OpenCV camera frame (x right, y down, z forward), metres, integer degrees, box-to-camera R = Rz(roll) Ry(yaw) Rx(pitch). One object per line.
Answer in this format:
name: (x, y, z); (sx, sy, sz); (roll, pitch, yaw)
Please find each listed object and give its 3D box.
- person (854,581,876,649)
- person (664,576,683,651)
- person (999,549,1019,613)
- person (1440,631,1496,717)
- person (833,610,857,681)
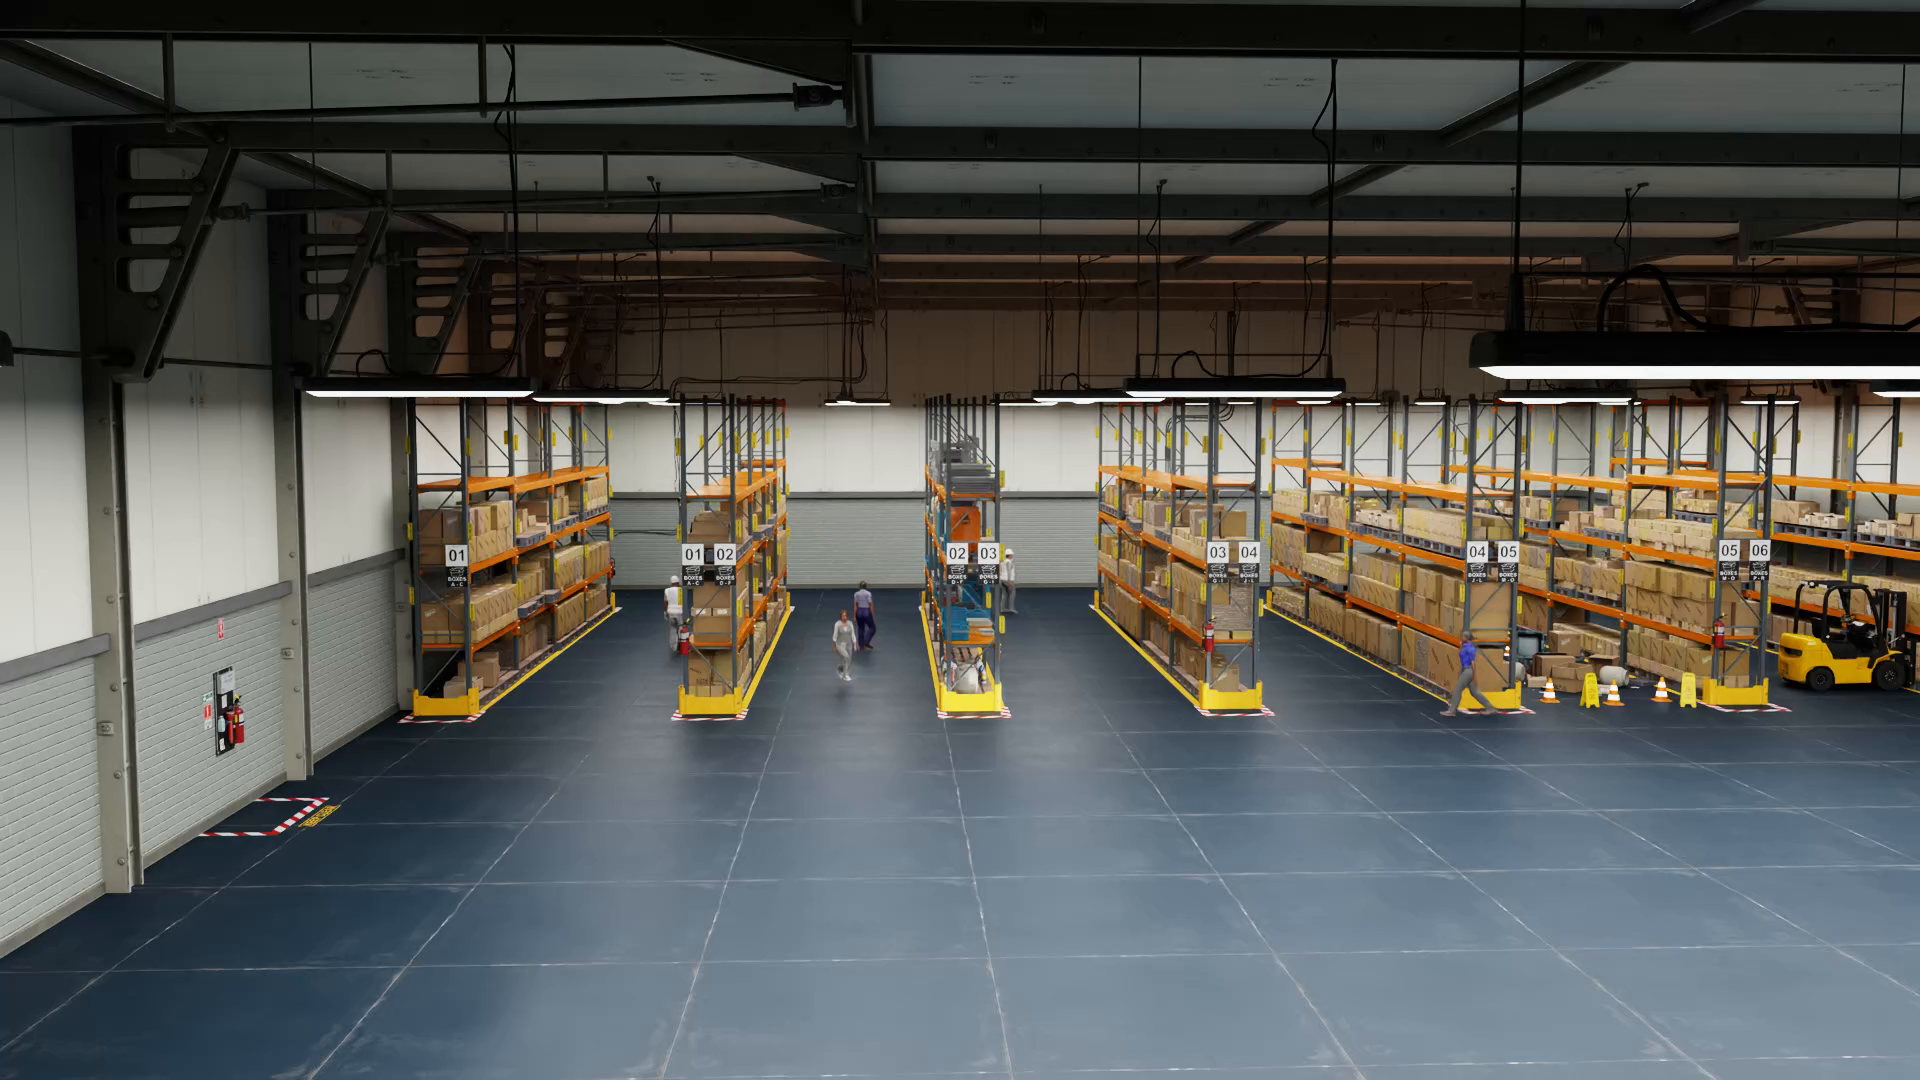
person: (-2.283, 1.790, 39.462); (0.523, 1.646, 0.490); (2, 5, 24)
person: (-6.720, 1.736, 39.293); (0.603, 1.783, 0.517); (2, 5, 20)
person: (1.358, 1.159, 46.706); (0.540, 1.811, 0.588); (-2, 5, -25)
person: (9.440, 2.478, 30.869); (1.006, 1.603, 0.536); (1, 5, 14)
person: (-2.334, 2.111, 33.501); (0.425, 1.441, 1.020); (-2, 5, -25)
